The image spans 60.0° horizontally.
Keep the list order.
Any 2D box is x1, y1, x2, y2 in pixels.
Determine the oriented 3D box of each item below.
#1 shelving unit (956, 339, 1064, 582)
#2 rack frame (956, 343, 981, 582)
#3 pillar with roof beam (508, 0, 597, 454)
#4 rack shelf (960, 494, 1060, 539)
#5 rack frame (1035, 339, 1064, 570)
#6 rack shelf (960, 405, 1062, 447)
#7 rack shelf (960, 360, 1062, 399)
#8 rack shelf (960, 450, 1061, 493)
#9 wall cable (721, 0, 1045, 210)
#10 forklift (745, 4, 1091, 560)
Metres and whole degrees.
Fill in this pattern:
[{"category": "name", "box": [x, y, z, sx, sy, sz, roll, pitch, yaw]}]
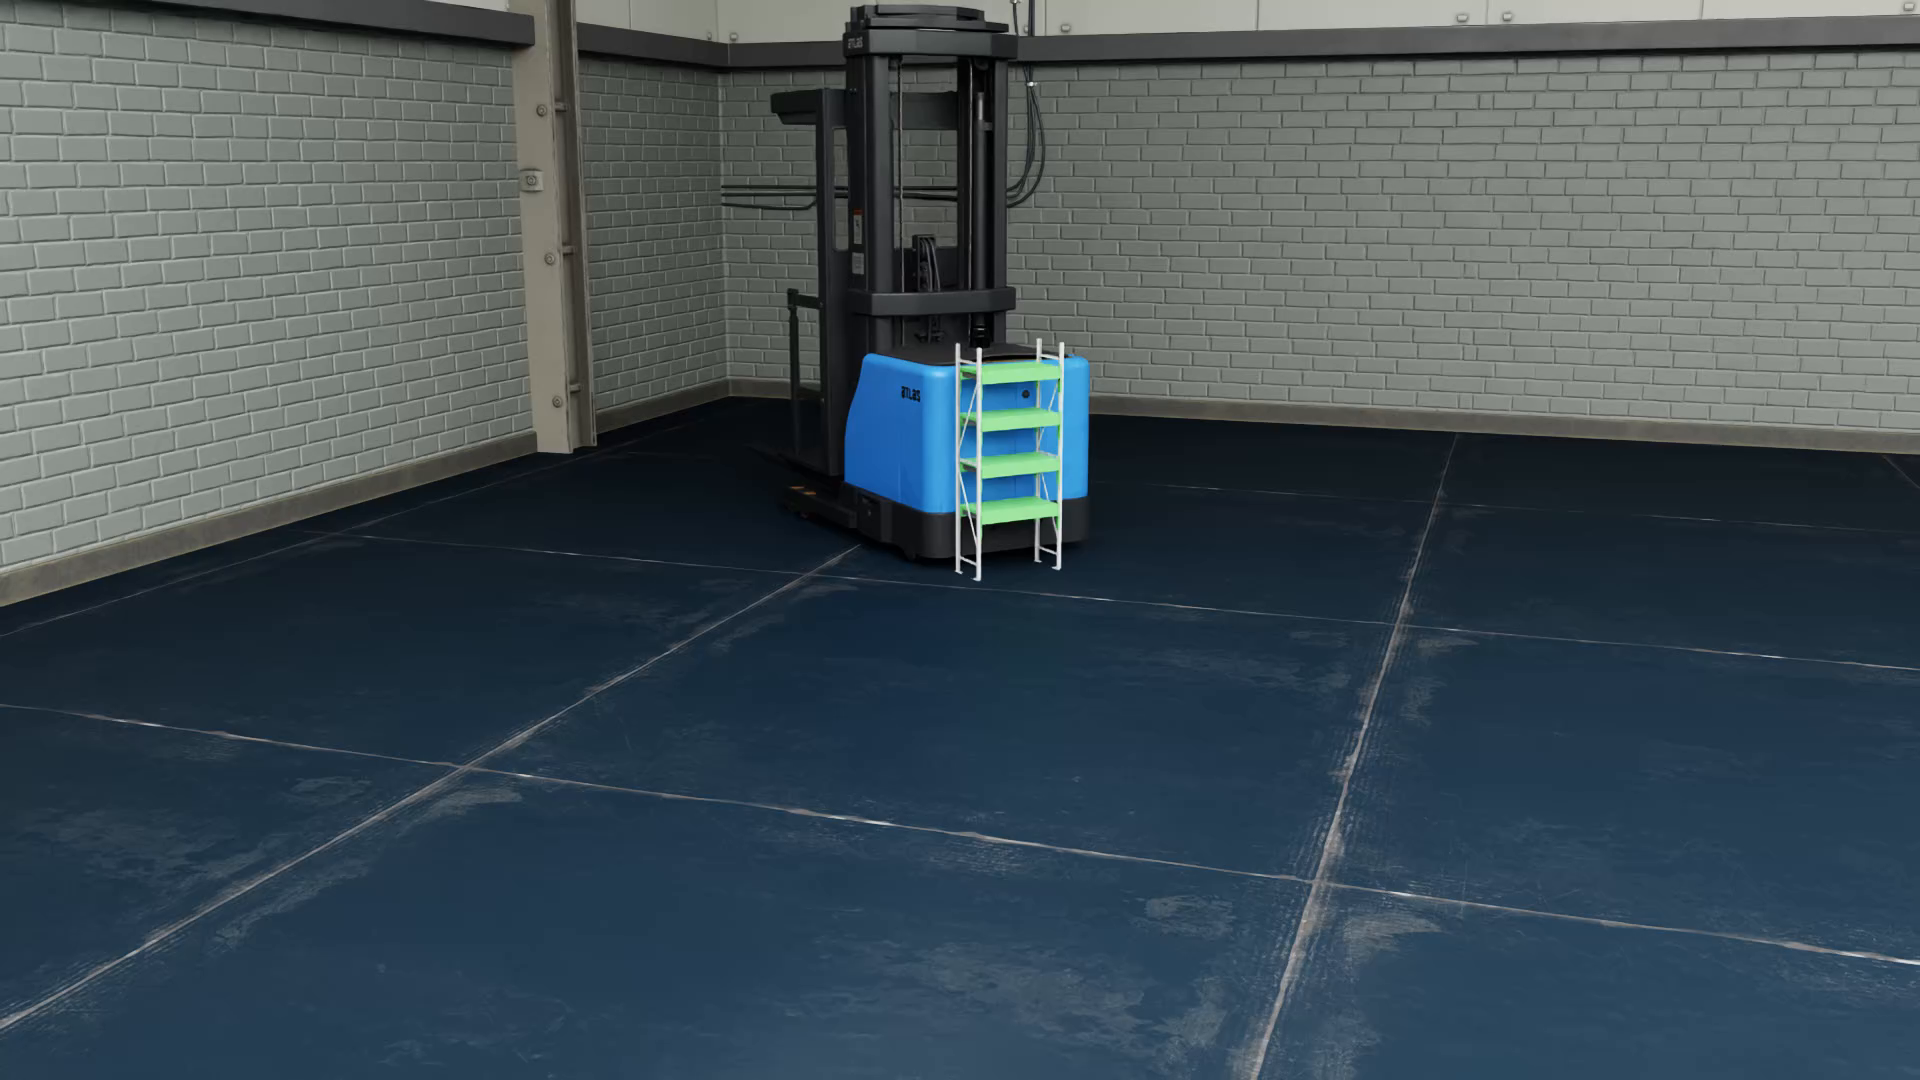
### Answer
[{"category": "shelving unit", "box": [0.255, -0.422, 8.638, 0.503, 1.200, 0.258, -7, 15, -28]}, {"category": "rack frame", "box": [0.042, -0.395, 8.522, 0.015, 1.200, 0.240, -7, 15, -28]}, {"category": "pillar with roof beam", "box": [1.107, -4.768, 10.156, 9.100, 9.000, 0.400, 4, 14, 18]}, {"category": "rack shelf", "box": [0.255, -0.125, 8.706, 0.480, 0.148, 0.258, -7, 15, -28]}, {"category": "rack frame", "box": [0.468, -0.448, 8.754, 0.015, 1.200, 0.240, -7, 15, -28]}, {"category": "rack shelf", "box": [0.255, -0.593, 8.599, 0.480, 0.148, 0.258, -7, 15, -28]}, {"category": "rack shelf", "box": [0.255, -0.827, 8.546, 0.480, 0.148, 0.258, -7, 15, -28]}, {"category": "rack shelf", "box": [0.255, -0.359, 8.652, 0.480, 0.148, 0.258, -7, 15, -28]}, {"category": "wall cable", "box": [-0.762, -4.089, 14.160, 3.097, 2.526, 0.112, 4, 14, 18]}, {"category": "forklift", "box": [-0.437, -1.603, 9.926, 1.130, 2.935, 3.031, -7, 15, -28]}]
